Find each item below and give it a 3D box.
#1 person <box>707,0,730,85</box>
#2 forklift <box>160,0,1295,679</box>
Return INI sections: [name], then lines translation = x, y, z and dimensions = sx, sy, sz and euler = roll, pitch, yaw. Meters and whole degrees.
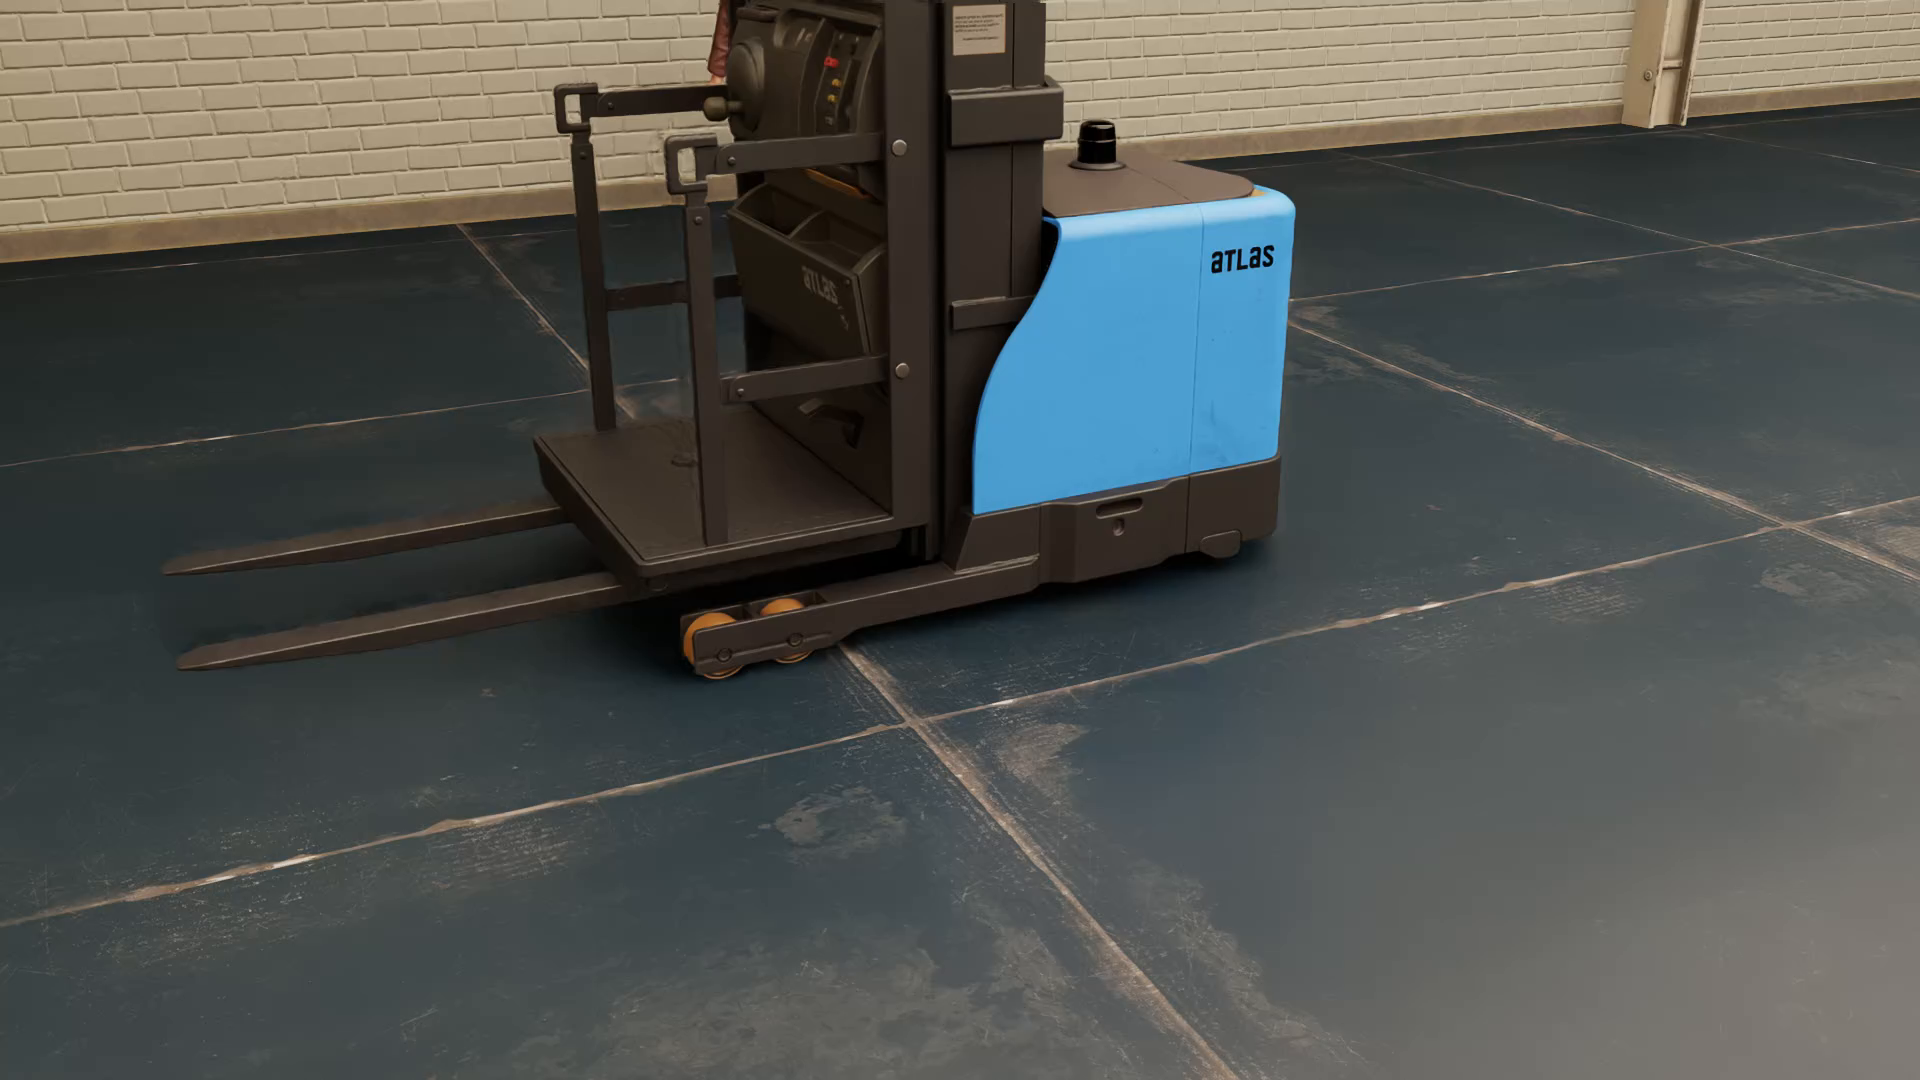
[person]
translation = -0.845, -2.369, 8.545
dimensions = 0.905, 1.748, 0.430
euler = -2, 23, -5
[forklift]
translation = -0.598, -1.229, 4.245
dimensions = 3.031, 2.935, 1.130
euler = -11, 25, -25
